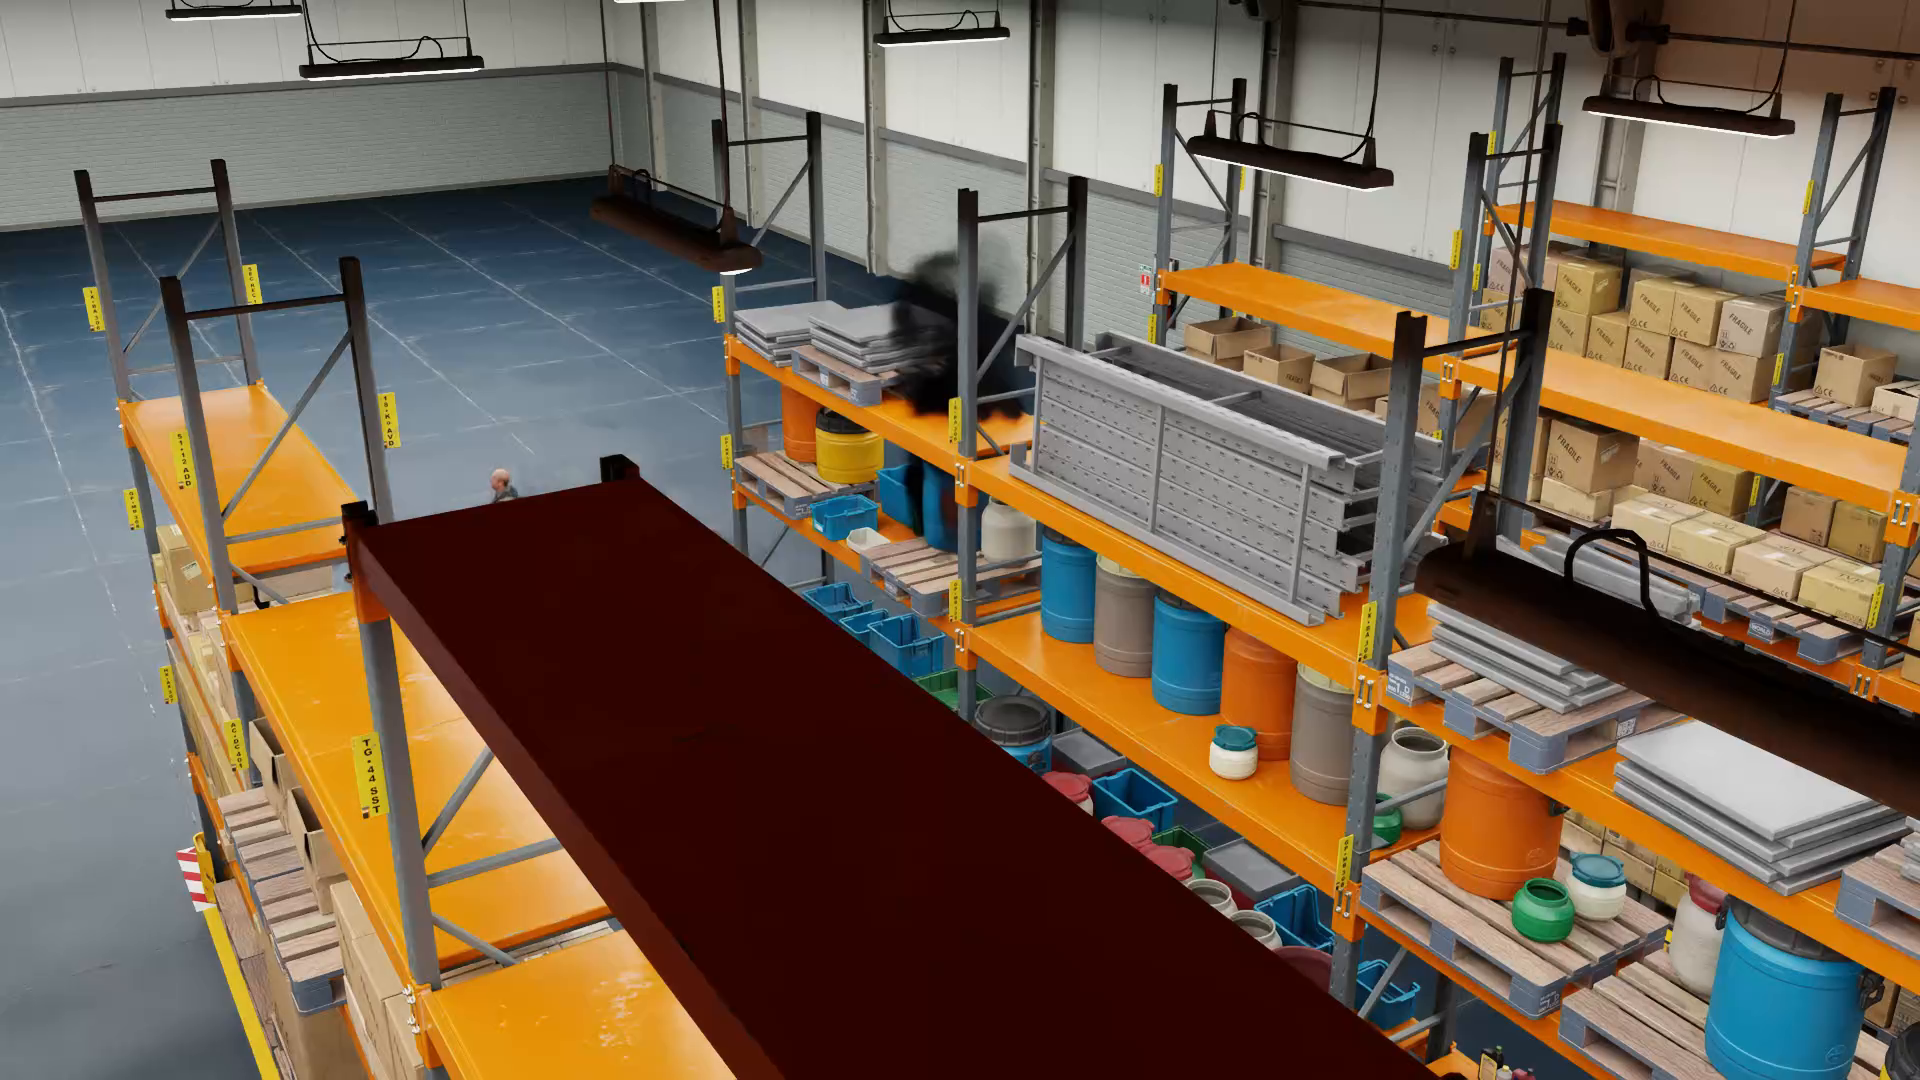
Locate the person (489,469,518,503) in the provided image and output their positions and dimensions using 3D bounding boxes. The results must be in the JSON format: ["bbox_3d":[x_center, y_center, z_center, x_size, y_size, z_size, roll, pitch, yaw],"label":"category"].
[{"bbox_3d":[-5.133,-0.038,19.262,0.637,1.675,0.616,-5,22,-11],"label":"person"}]
